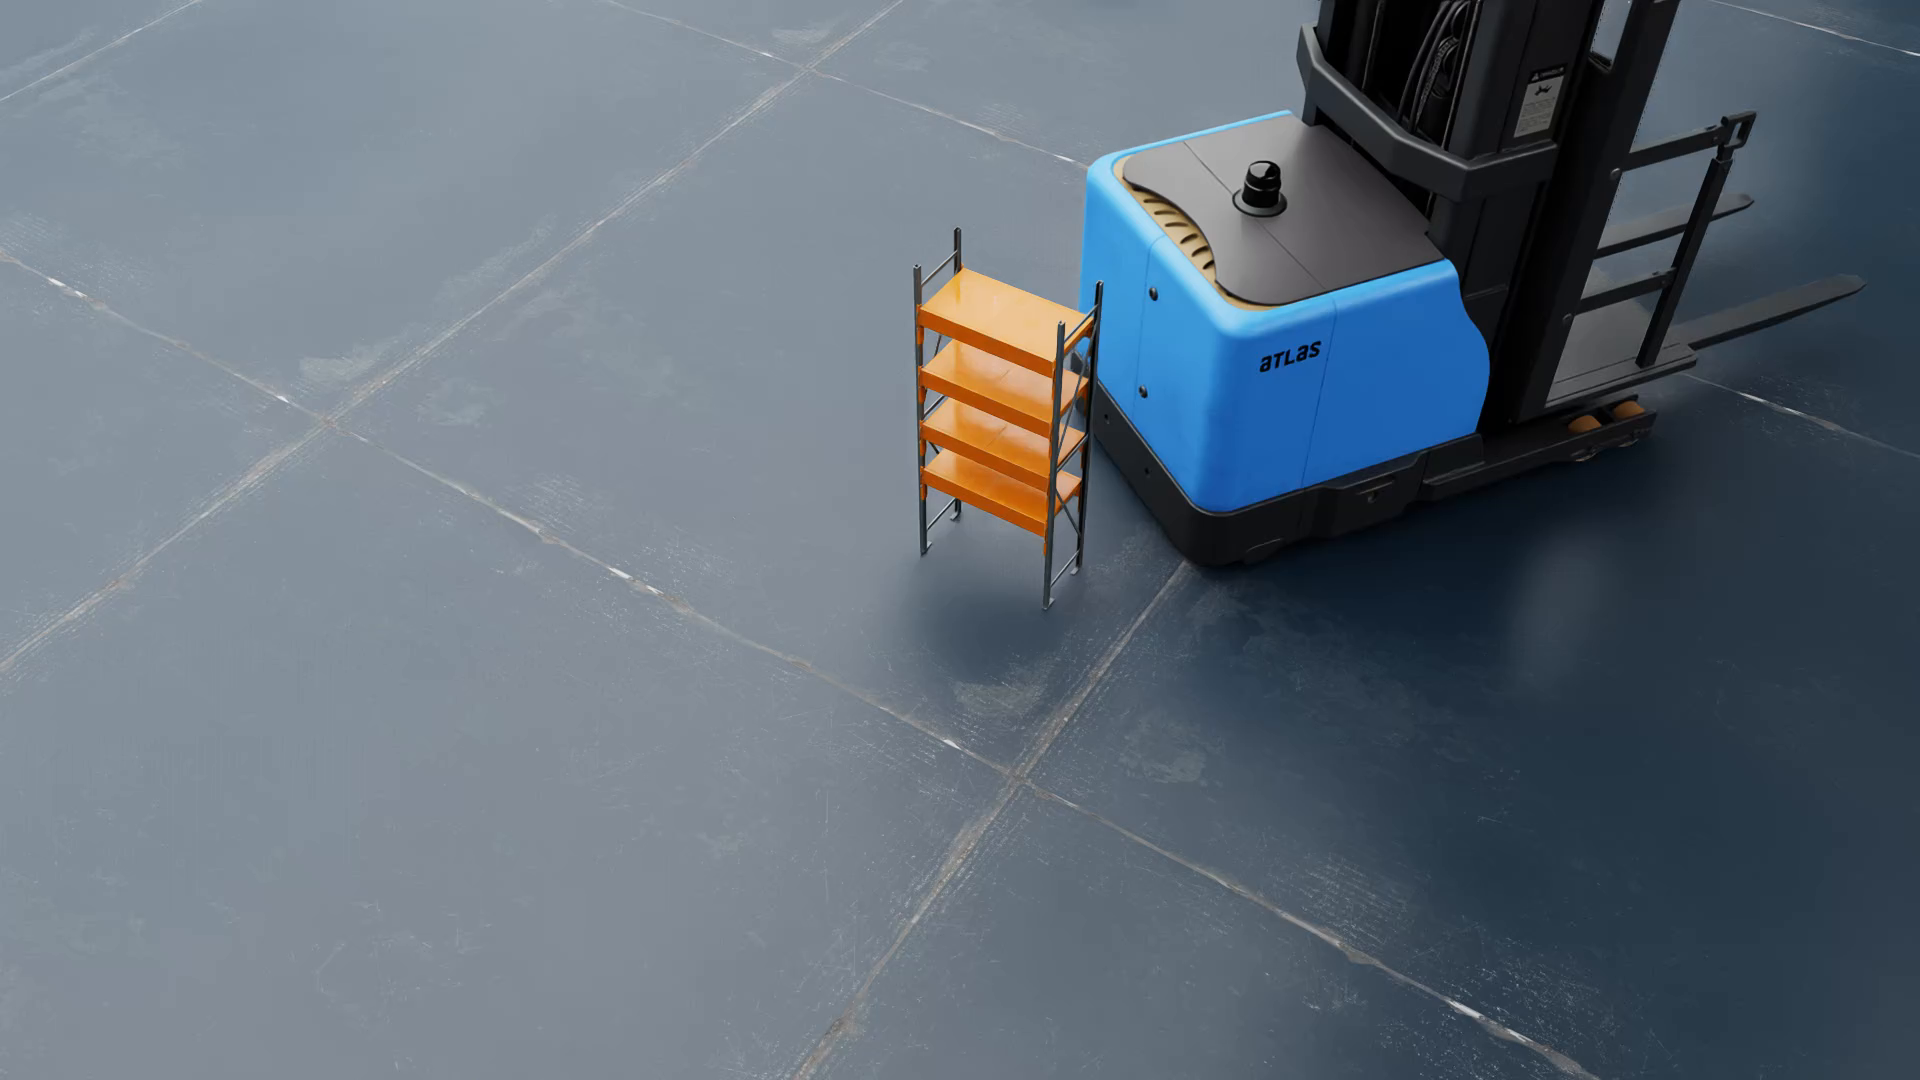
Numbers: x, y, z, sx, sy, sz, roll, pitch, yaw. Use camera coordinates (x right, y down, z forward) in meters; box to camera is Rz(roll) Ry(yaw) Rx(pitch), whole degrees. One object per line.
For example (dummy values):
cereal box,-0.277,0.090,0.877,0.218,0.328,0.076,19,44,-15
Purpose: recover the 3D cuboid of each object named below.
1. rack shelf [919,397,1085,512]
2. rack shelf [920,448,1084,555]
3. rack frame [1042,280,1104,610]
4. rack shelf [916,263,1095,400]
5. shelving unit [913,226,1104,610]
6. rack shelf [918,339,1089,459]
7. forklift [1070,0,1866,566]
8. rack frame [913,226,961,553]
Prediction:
rack shelf,0.139,-0.307,5.306,0.480,0.148,0.258,25,51,22
rack shelf,0.139,-0.169,5.448,0.480,0.148,0.258,25,51,22
rack frame,0.345,-0.260,5.166,0.015,1.200,0.240,25,51,22
rack shelf,0.139,-0.628,4.976,0.480,0.148,0.258,25,51,22
shelving unit,0.139,-0.354,5.257,0.503,1.200,0.258,25,51,22
rack shelf,0.139,-0.463,5.145,0.480,0.148,0.258,25,51,22
forklift,1.968,-1.638,5.298,3.031,2.935,1.130,-17,48,-16
rack frame,-0.066,-0.449,5.349,0.015,1.200,0.240,25,51,22
